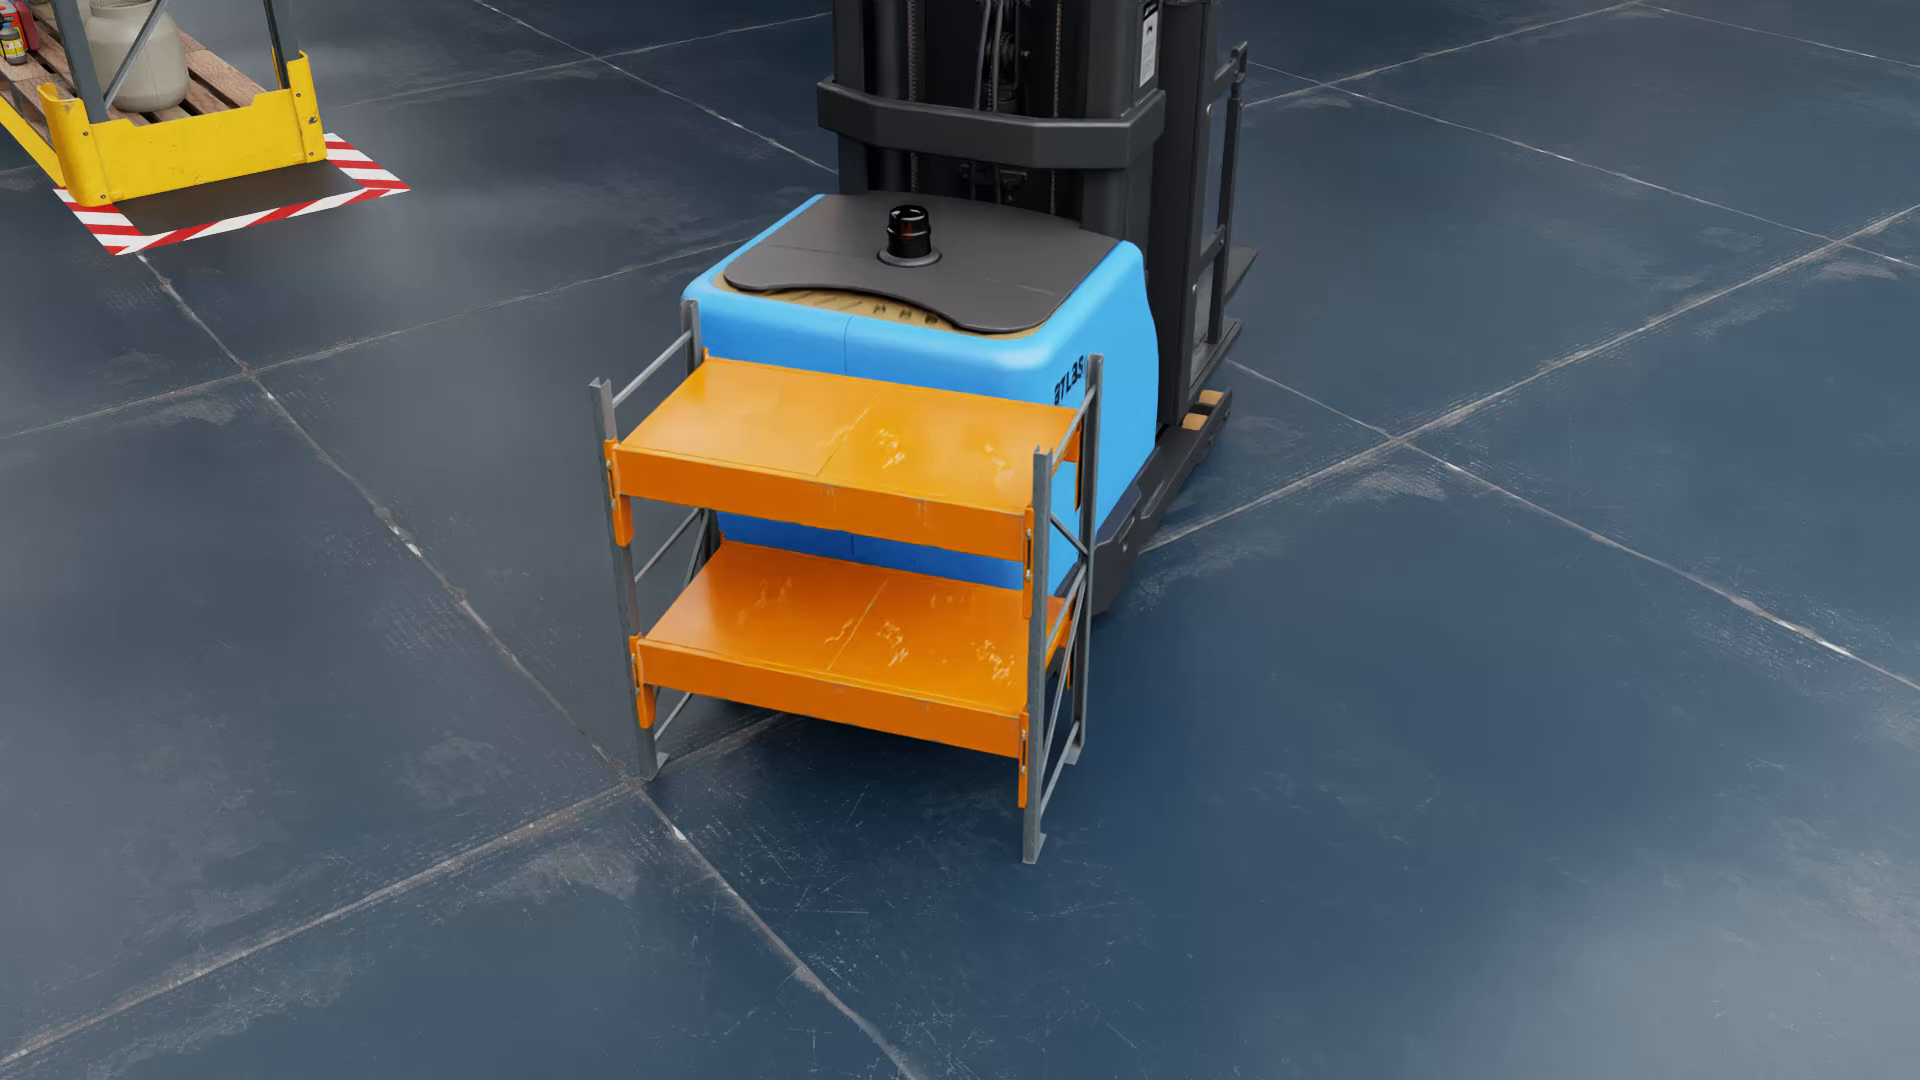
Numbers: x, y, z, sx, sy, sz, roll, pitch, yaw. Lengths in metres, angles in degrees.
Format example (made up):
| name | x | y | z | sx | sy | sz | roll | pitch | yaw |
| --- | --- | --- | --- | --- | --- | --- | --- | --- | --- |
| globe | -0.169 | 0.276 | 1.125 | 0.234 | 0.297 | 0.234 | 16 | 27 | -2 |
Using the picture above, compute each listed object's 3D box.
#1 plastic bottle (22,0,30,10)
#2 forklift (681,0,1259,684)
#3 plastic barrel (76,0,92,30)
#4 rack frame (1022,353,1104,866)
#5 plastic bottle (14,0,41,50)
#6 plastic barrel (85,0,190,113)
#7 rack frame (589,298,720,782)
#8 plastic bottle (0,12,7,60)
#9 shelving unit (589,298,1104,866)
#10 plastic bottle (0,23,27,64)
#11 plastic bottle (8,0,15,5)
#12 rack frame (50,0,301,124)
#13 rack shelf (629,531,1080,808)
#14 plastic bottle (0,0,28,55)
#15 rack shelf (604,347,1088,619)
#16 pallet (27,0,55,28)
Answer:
| name | x | y | z | sx | sy | sz | roll | pitch | yaw |
| --- | --- | --- | --- | --- | --- | --- | --- | --- | --- |
| plastic bottle | -5.439 | -3.084 | 9.537 | 0.152 | 0.276 | 0.135 | -22 | 38 | -31 |
| forklift | 0.308 | -1.591 | 5.034 | 1.130 | 2.935 | 3.031 | 13 | 34 | 20 |
| plastic barrel | -4.403 | -2.635 | 8.610 | 0.421 | 0.512 | 0.421 | 0 | 32 | 0 |
| rack frame | 0.240 | 0.176 | 3.899 | 0.032 | 1.125 | 0.500 | 10 | 33 | 15 |
| plastic bottle | -5.153 | -2.860 | 9.170 | 0.061 | 0.283 | 0.133 | -22 | 38 | -31 |
| plastic barrel | -4.095 | -2.426 | 8.273 | 0.421 | 0.512 | 0.421 | 0 | 32 | 0 |
| rack frame | -0.729 | 0.014 | 4.161 | 0.032 | 1.125 | 0.500 | 10 | 33 | 15 |
| plastic bottle | -5.190 | -2.754 | 8.999 | 0.061 | 0.283 | 0.133 | -21 | 38 | -30 |
| shelving unit | -0.245 | 0.095 | 4.030 | 1.048 | 1.125 | 0.538 | 10 | 33 | 15 |
| plastic bottle | -5.104 | -2.677 | 8.952 | 0.097 | 0.201 | 0.097 | 0 | 32 | 0 |
| plastic bottle | -5.358 | -2.974 | 9.430 | 0.097 | 0.201 | 0.097 | 0 | 32 | 0 |
| rack frame | -3.631 | -3.055 | 7.326 | 1.000 | 3.000 | 0.127 | -22 | 38 | -31 |
| rack shelf | -0.245 | 0.303 | 4.160 | 1.000 | 0.278 | 0.538 | 10 | 33 | 15 |
| plastic bottle | -5.237 | -2.822 | 9.116 | 0.152 | 0.276 | 0.135 | -22 | 38 | -31 |
| rack shelf | -0.245 | -0.154 | 3.876 | 1.000 | 0.278 | 0.538 | 10 | 33 | 15 |
| pallet | -5.705 | -3.244 | 10.273 | 1.003 | 0.211 | 1.213 | -22 | 38 | -31 |
